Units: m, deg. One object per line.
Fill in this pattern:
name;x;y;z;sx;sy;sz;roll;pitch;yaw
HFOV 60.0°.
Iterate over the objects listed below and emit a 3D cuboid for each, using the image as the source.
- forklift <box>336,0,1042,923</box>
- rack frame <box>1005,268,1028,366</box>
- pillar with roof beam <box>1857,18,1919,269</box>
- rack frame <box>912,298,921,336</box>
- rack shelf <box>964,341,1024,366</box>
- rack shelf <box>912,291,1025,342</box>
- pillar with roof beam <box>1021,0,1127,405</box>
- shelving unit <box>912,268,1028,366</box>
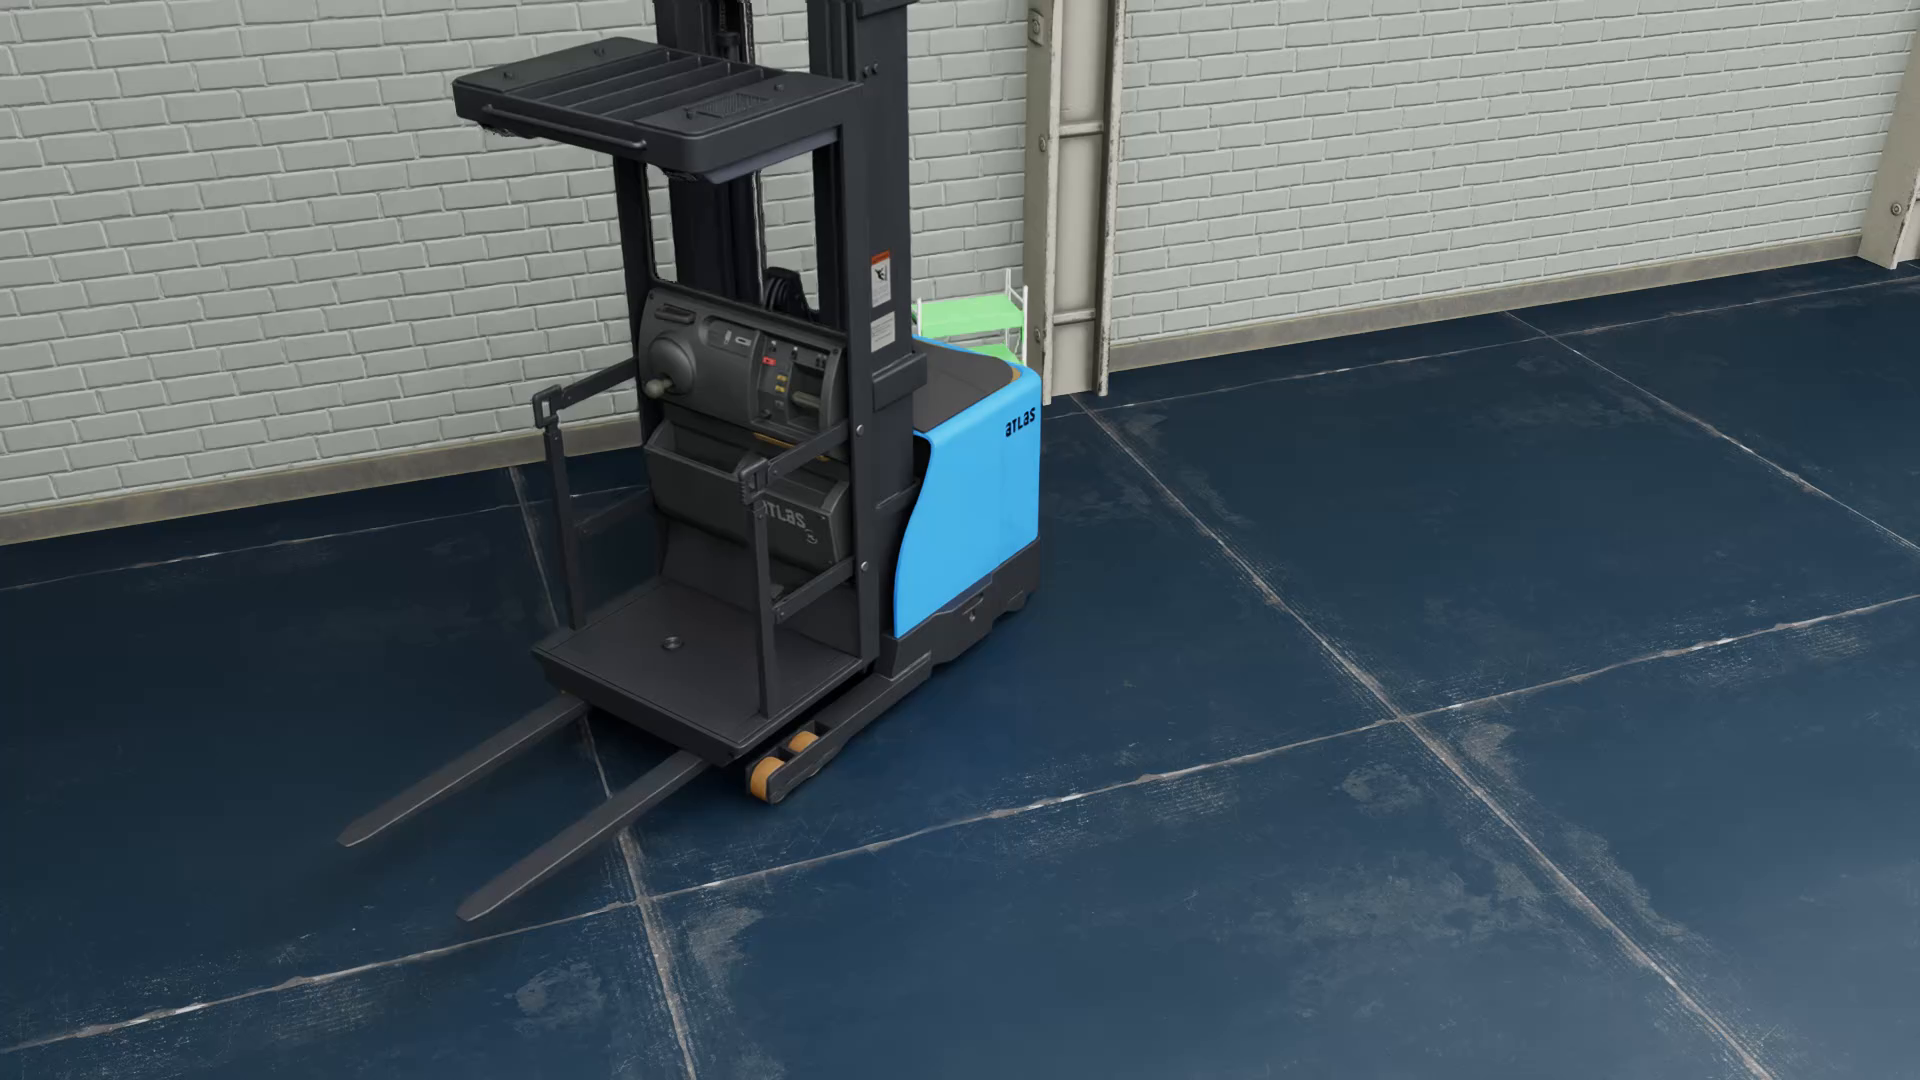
forklift;-0.922;-0.588;5.821;1.130;2.935;3.031;20;35;31
rack frame;0.251;-0.642;7.665;0.015;1.200;0.240;-9;31;-16
pillar with roof beam;7.701;-3.785;5.302;0.400;9.000;9.100;-10;31;-18
rack frame;-0.212;-0.565;7.530;0.015;1.200;0.240;-9;31;-16
rack shelf;0.019;-0.757;7.511;0.480;0.148;0.258;-9;31;-16
rack shelf;0.019;-0.965;7.392;0.480;0.148;0.258;-9;31;-16
pillar with roof beam;2.077;-2.749;3.484;0.400;9.000;9.100;-10;31;-18
shelving unit;0.019;-0.604;7.598;0.503;1.200;0.258;-9;31;-16
